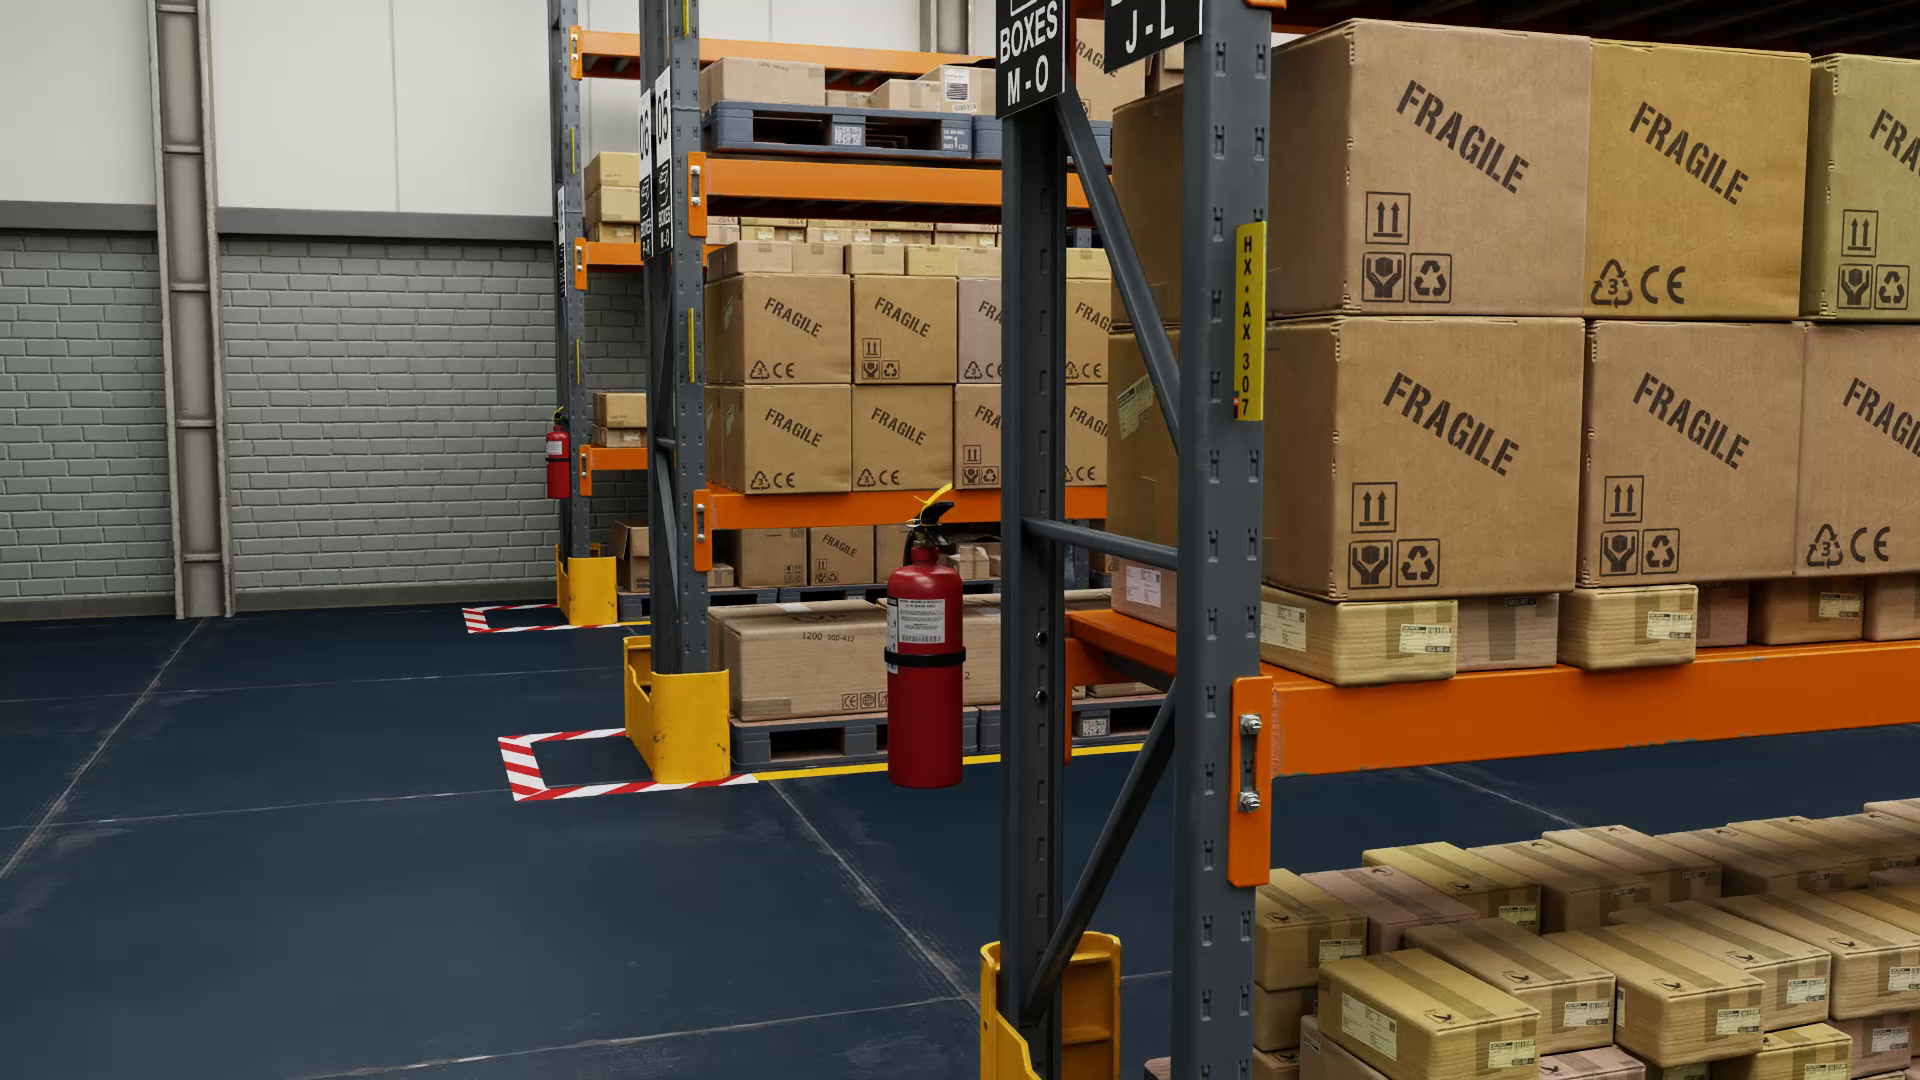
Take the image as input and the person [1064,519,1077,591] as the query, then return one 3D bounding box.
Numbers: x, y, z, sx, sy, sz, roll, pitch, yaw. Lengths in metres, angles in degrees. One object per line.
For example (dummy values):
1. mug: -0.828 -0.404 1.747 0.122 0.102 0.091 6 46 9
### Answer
1. person: 0.599 -0.206 11.814 0.570 1.787 0.363 -2 6 -18
